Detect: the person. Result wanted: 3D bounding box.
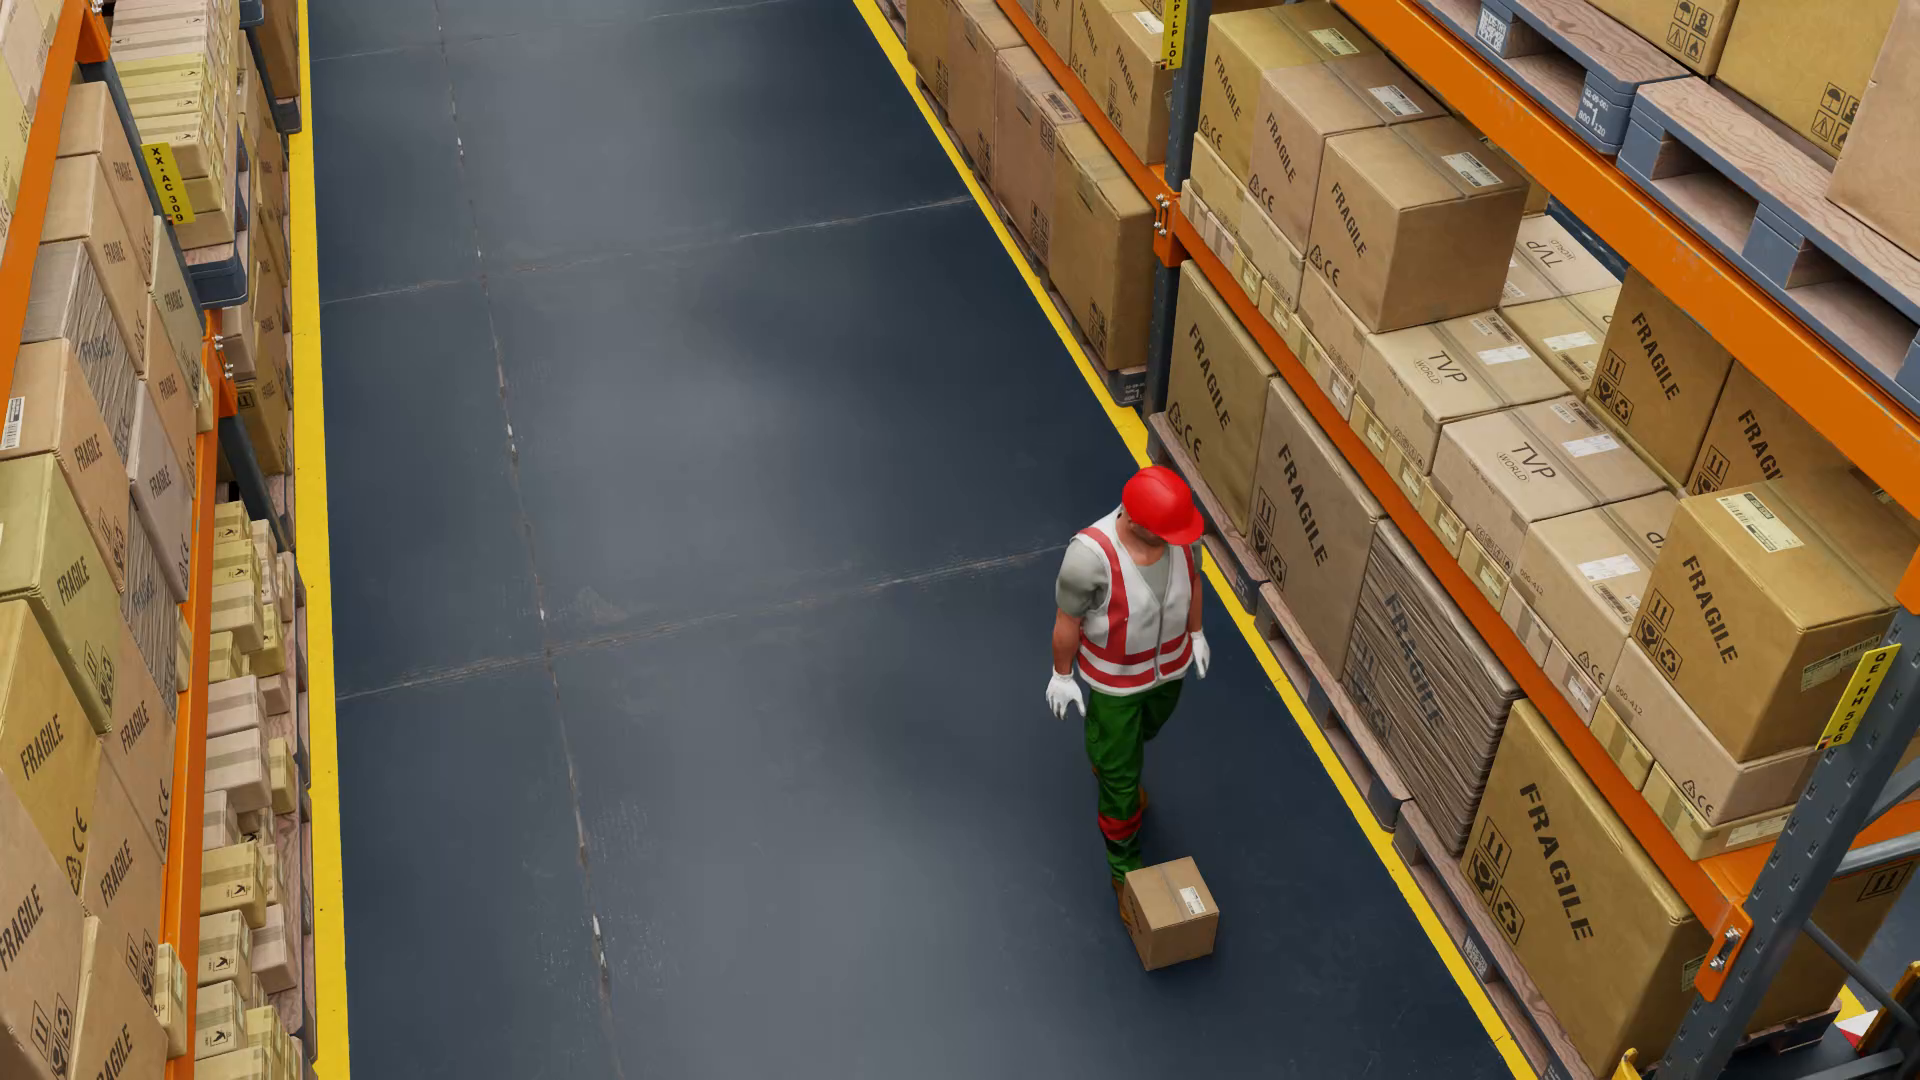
[{"bbox_3d":[2.155,-3.655,10.219,9.046,1.764,10.338,-19,45,-20],"label":"person"}]
